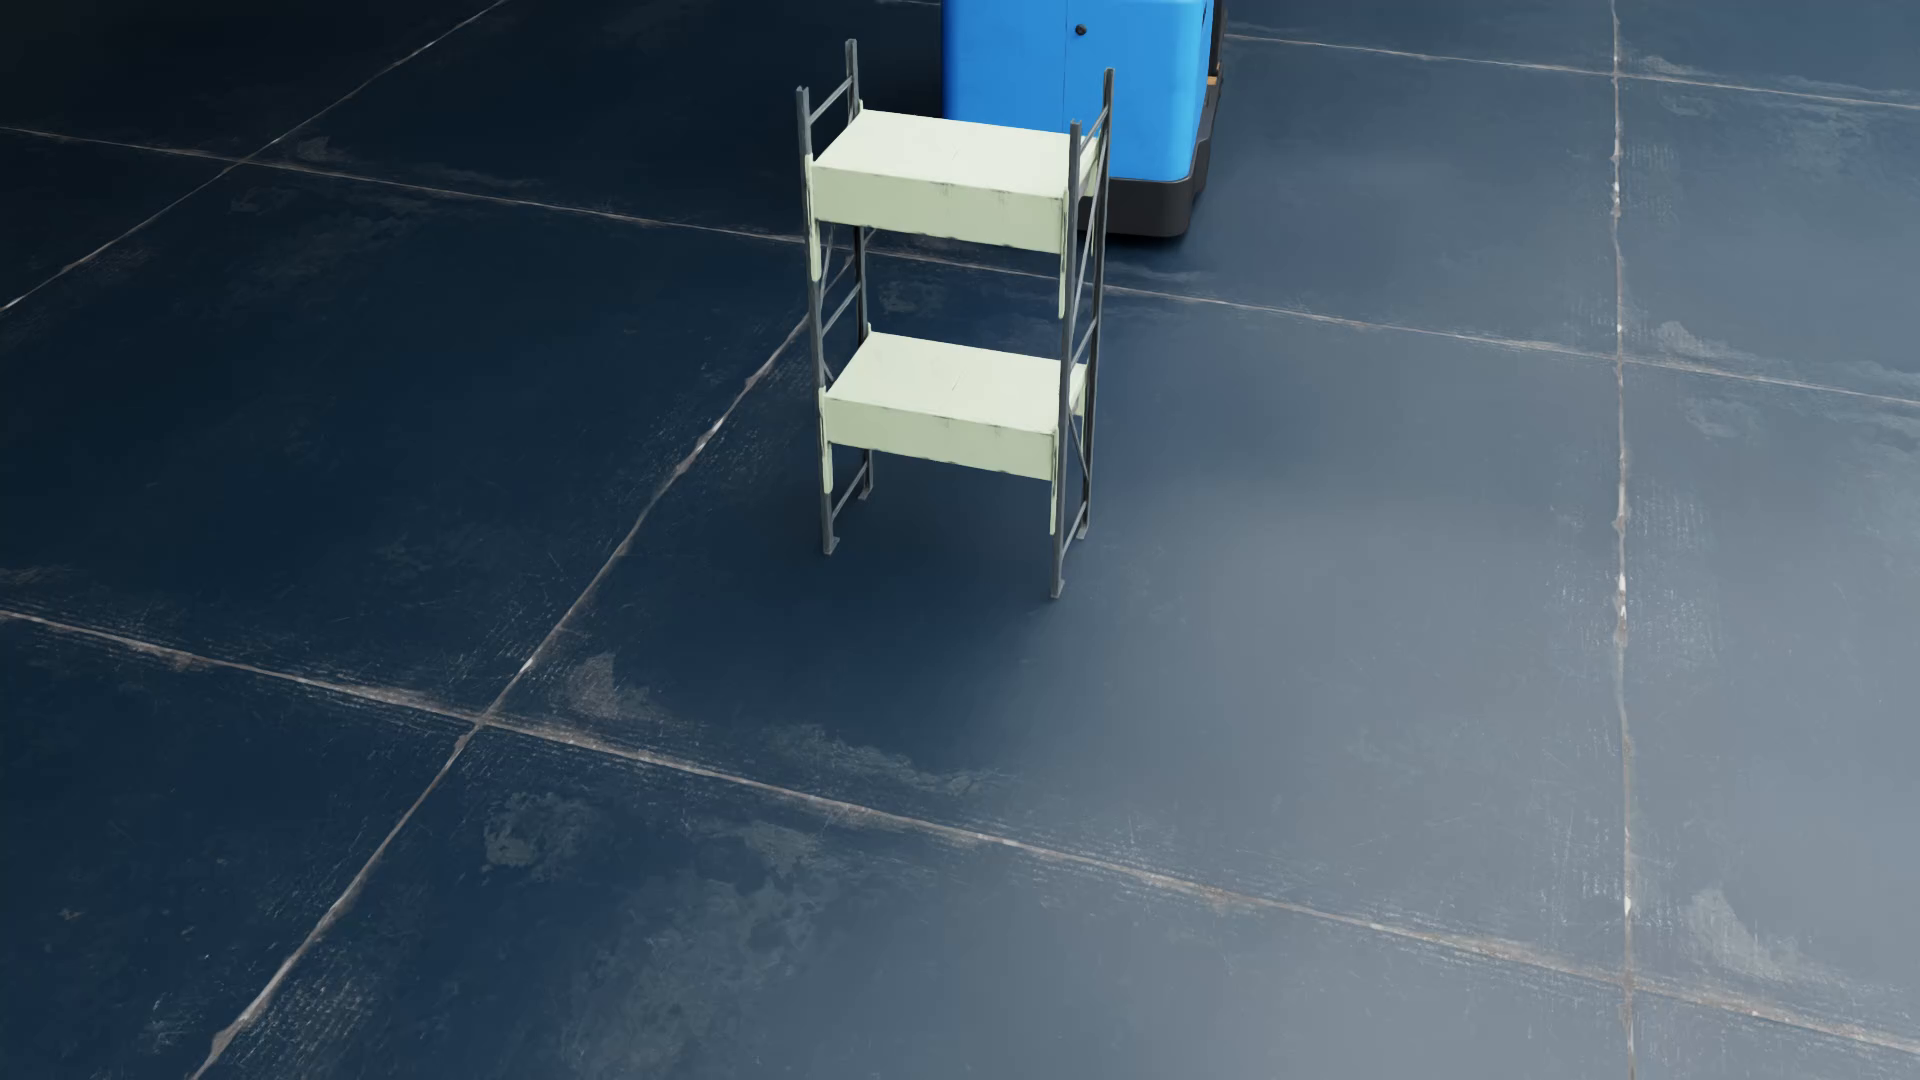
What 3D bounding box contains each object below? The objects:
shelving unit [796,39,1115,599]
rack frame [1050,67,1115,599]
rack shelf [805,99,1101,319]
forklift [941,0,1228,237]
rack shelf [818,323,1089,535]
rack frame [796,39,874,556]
[{"bbox_3d":[-0.006,-0.605,4.807,0.755,1.500,0.431,10,38,14],"label":"shelving unit"},{"bbox_3d":[0.343,-0.541,4.719,0.023,1.500,0.400,10,38,14],"label":"rack frame"},{"bbox_3d":[-0.006,-0.919,4.576,0.720,0.370,0.431,10,38,14],"label":"rack shelf"},{"bbox_3d":[0.697,-3.292,7.251,1.130,2.935,3.031,7,37,9],"label":"forklift"},{"bbox_3d":[-0.006,-0.343,5.000,0.720,0.370,0.431,10,38,14],"label":"rack shelf"},{"bbox_3d":[-0.356,-0.670,4.895,0.023,1.500,0.400,10,38,14],"label":"rack frame"}]
